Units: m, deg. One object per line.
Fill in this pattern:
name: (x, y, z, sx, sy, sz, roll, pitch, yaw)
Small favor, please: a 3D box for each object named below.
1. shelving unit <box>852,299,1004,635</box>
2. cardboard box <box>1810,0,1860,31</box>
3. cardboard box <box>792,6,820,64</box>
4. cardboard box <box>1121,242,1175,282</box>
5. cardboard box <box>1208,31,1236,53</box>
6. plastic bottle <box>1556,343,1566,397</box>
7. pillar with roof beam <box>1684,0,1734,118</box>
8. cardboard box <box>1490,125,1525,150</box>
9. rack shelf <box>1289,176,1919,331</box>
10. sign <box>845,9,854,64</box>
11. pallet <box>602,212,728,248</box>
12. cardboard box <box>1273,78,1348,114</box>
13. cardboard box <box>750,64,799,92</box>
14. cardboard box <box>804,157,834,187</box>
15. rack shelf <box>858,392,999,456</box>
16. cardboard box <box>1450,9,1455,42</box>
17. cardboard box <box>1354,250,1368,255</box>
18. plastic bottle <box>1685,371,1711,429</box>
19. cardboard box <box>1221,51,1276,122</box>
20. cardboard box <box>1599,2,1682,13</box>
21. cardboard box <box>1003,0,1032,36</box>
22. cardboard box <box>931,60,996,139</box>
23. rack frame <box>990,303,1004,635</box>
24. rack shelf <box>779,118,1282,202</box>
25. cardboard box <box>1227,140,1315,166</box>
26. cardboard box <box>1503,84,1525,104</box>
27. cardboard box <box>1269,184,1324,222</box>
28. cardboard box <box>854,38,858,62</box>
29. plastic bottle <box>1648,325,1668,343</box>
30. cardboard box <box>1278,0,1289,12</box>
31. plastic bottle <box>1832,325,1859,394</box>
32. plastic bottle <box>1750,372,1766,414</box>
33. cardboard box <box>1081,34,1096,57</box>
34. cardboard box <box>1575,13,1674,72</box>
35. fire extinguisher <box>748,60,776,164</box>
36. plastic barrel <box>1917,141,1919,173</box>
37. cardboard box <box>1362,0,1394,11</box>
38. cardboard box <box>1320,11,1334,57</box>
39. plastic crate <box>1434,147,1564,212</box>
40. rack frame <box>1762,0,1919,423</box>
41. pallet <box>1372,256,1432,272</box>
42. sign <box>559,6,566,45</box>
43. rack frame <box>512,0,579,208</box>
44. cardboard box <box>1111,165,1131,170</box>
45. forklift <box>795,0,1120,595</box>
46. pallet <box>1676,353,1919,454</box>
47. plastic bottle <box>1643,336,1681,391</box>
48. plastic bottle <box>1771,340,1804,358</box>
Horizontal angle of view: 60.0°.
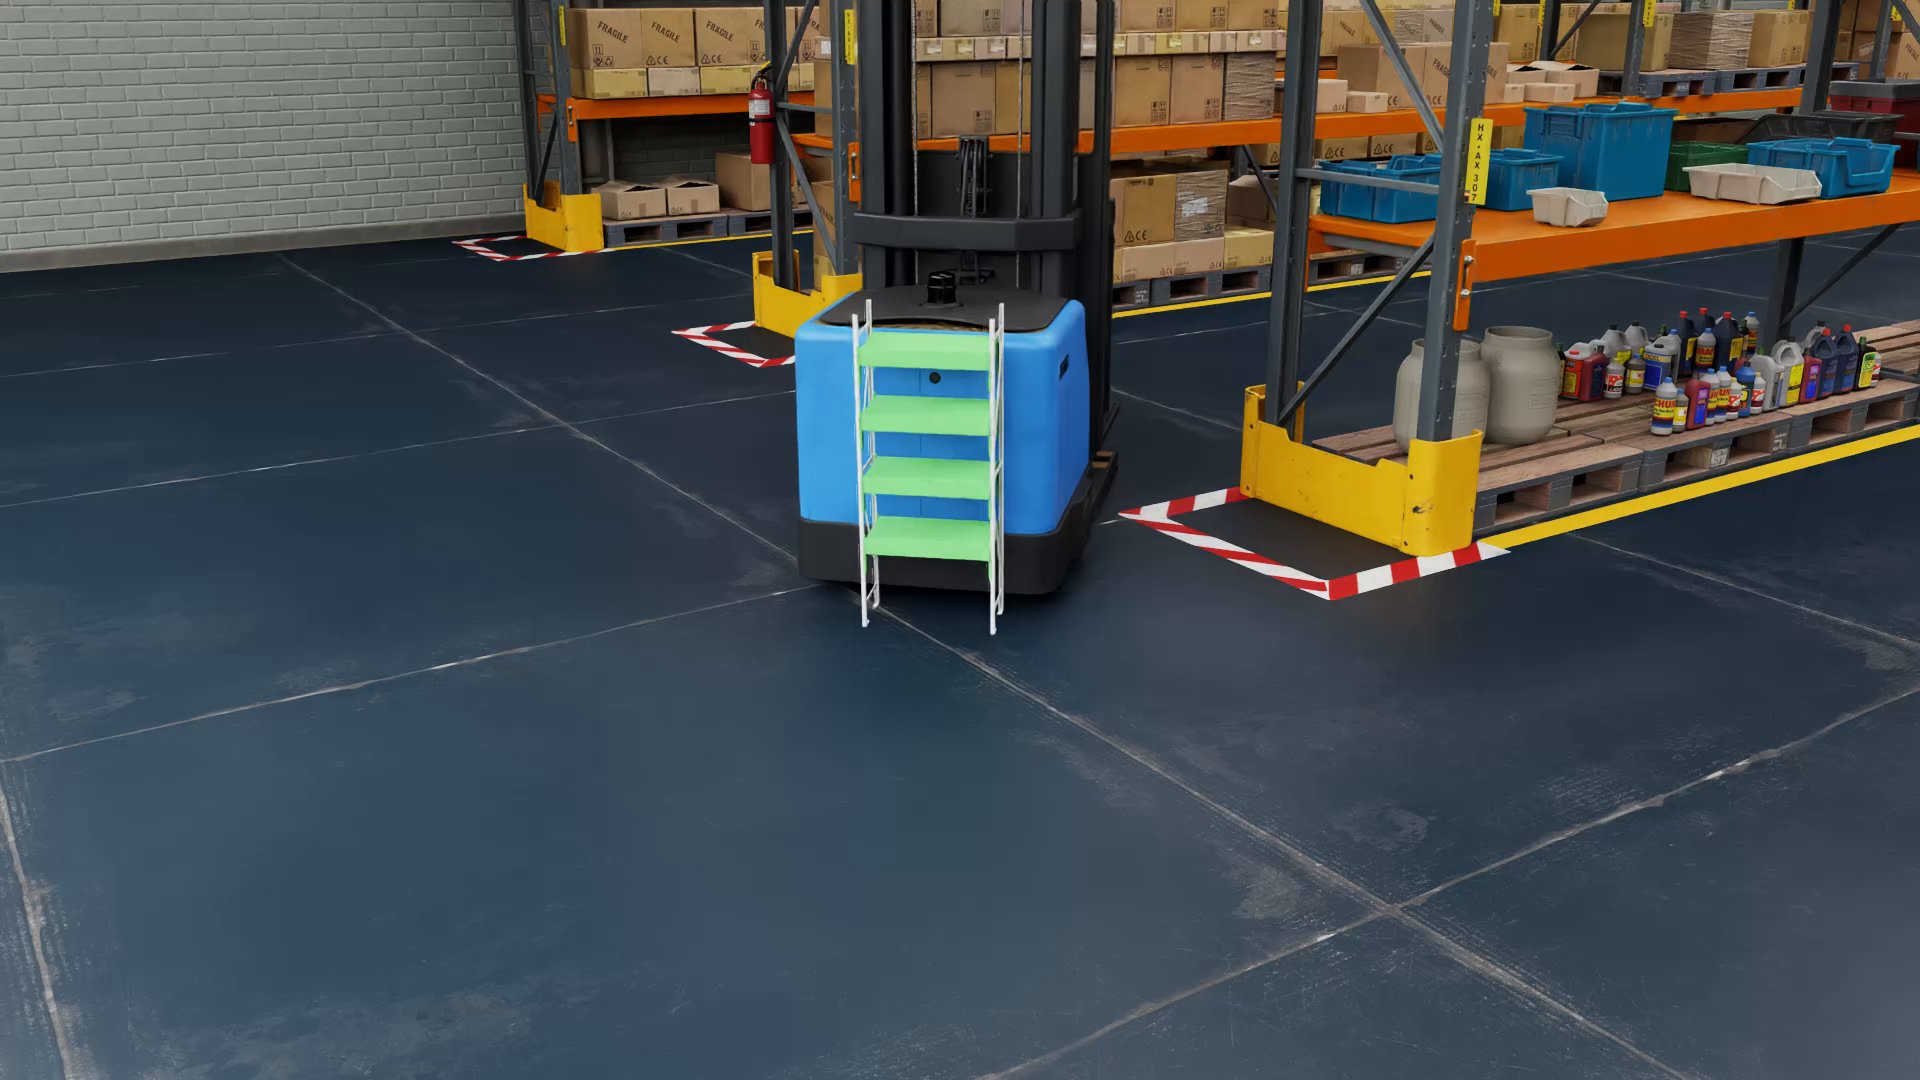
shelving unit: (-0.105, -0.261, 6.123, 0.503, 1.200, 0.258, 3, 22, 9)
cardboard box: (9.315, -5.620, 17.468, 0.500, 0.500, 0.500, -12, 22, -31)
cardboard box: (-1.439, -4.809, 15.817, 0.500, 0.500, 0.500, -13, 22, -33)
cardboard box: (1.254, -2.111, 12.442, 0.500, 0.250, 0.500, -12, 22, -31)
cardboard box: (1.819, -3.691, 12.311, 0.250, 0.149, 0.380, -13, 22, -33)
plastic bottle: (3.114, -0.889, 8.746, 0.133, 0.283, 0.061, -11, 22, -30)
pillar with roof beam: (13.795, -9.367, 20.902, 0.400, 9.000, 9.100, -12, 22, -31)
cardboard box: (6.988, -5.384, 21.735, 0.500, 0.500, 0.700, -12, 22, -31)
rack shelf: (3.404, -1.513, 8.160, 4.000, 0.370, 1.077, -12, 22, -31)
sign: (-0.687, -3.125, 10.330, 0.005, 0.325, 0.100, -12, 22, -31)
pallet: (-2.953, -2.978, 15.723, 1.213, 0.211, 1.003, -12, 22, -31)
cardboard box: (2.741, -3.559, 13.323, 0.500, 0.250, 0.500, -10, 21, -28)
cardboard box: (-1.855, -4.363, 15.669, 0.500, 0.250, 0.500, -12, 22, -31)
cardboard box: (-1.219, -3.687, 16.683, 0.500, 0.500, 0.500, -14, 23, -35)
rack shelf: (-0.106, -0.425, 6.059, 0.480, 0.148, 0.258, 3, 22, 9)
cardboard box: (6.061, -6.314, 20.587, 0.500, 0.500, 0.500, -12, 22, -32)
cardboard box: (3.254, -2.523, 13.660, 0.500, 0.250, 0.500, -11, 22, -30)
plastic bottle: (3.619, -0.694, 8.169, 0.133, 0.283, 0.061, -11, 22, -31)
cardboard box: (1.986, -3.499, 12.756, 0.500, 0.500, 0.700, -13, 22, -33)
cardboard box: (9.228, -7.019, 22.856, 0.700, 0.700, 0.980, -11, 21, -29)
cardboard box: (0.311, -3.760, 11.502, 0.500, 0.500, 0.700, -12, 22, -31)
cardboard box: (-0.154, -3.047, 11.418, 0.500, 0.500, 0.700, -11, 22, -30)
rack frame: (0.136, -0.248, 6.084, 0.015, 1.200, 0.240, 3, 22, 9)
rack shelf: (0.683, -2.839, 12.081, 4.000, 0.370, 1.077, -12, 22, -31)
cardboard box: (3.653, -4.836, 19.566, 0.750, 0.750, 0.750, -12, 22, -32)
cardboard box: (4.660, -3.878, 14.423, 0.250, 0.149, 0.380, -10, 21, -27)
cardboard box: (2.836, -2.700, 13.309, 0.500, 0.311, 0.500, -12, 22, -31)
cardboard box: (-0.541, -3.193, 10.838, 0.250, 0.149, 0.380, -12, 22, -32)
plastic bottle: (3.854, -1.045, 9.208, 0.133, 0.283, 0.061, -11, 21, -29)
cardboard box: (3.512, -6.130, 18.870, 0.500, 0.250, 0.500, -11, 22, -30)
plastic bottle: (4.695, -0.969, 8.877, 0.185, 0.351, 0.144, -13, 22, -33)
plastic bottle: (4.044, -0.752, 8.468, 0.097, 0.201, 0.097, 0, 19, 0)
cardboard box: (0.743, -3.464, 11.638, 0.250, 0.149, 0.380, -12, 22, -31)
cardboard box: (6.158, -4.624, 15.426, 0.700, 0.500, 0.500, 14, 23, 35)
fire extinguisher: (-1.341, -2.894, 11.242, 0.183, 0.674, 0.296, -12, 22, -31)
plastic barrel: (5.564, -2.431, 8.968, 0.708, 0.901, 0.600, -12, 22, -31)
cardboard box: (4.775, -6.400, 19.670, 0.500, 0.250, 0.500, -12, 22, -33)
cardboard box: (3.956, -5.865, 19.259, 0.500, 0.500, 0.500, -11, 22, -30)
plastic crate: (2.533, -1.712, 7.858, 0.408, 0.251, 0.499, -12, 22, -31)
rack frame: (5.075, -2.206, 9.087, 0.127, 3.000, 1.000, -12, 22, -31)
pallet: (3.967, -2.567, 14.509, 1.213, 0.211, 1.003, -12, 22, -31)
sign: (-3.416, -4.417, 14.273, 0.005, 0.325, 0.100, -12, 22, -31)
rack frame: (-3.715, -4.152, 14.841, 0.127, 3.000, 1.000, -12, 22, -31)
cardboard box: (0.959, -2.609, 12.746, 0.500, 0.500, 0.500, -12, 22, -31)
forklift: (0.156, -1.611, 7.434, 1.130, 2.935, 3.031, 4, 19, 11)
pallet: (4.491, -0.778, 9.217, 1.213, 0.211, 1.003, -12, 22, -31)
plastic bottle: (3.762, -0.950, 8.936, 0.135, 0.276, 0.152, -12, 22, -31)
plastic bottle: (4.433, -0.935, 8.893, 0.135, 0.276, 0.152, -12, 22, -31)
